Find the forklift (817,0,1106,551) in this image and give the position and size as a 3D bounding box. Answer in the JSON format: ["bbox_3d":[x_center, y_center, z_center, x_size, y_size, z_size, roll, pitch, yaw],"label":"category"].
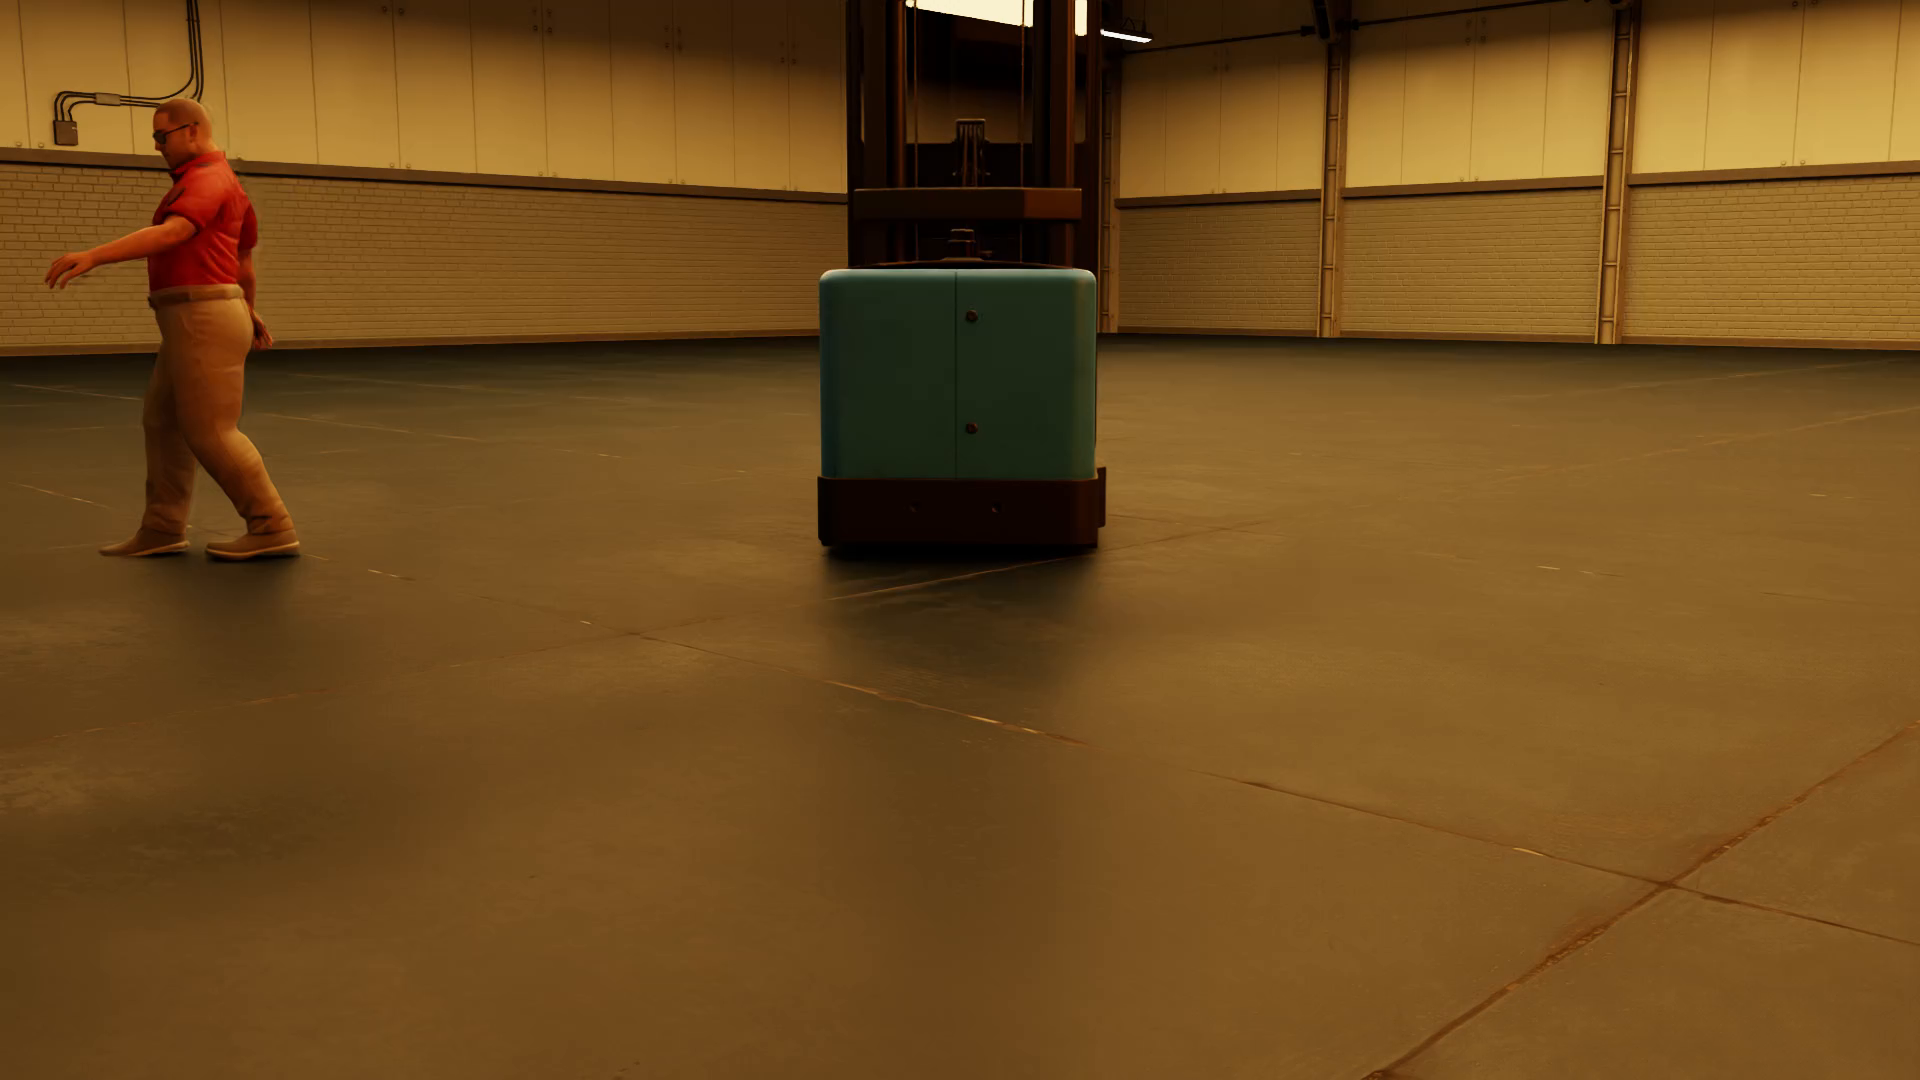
[{"bbox_3d":[0.072,-1.589,7.427,1.130,2.935,3.031,0,9,3],"label":"forklift"}]

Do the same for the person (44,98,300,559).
[{"bbox_3d":[-2.909,-0.771,6.227,0.730,1.715,0.989,-3,9,-17],"label":"person"}]
